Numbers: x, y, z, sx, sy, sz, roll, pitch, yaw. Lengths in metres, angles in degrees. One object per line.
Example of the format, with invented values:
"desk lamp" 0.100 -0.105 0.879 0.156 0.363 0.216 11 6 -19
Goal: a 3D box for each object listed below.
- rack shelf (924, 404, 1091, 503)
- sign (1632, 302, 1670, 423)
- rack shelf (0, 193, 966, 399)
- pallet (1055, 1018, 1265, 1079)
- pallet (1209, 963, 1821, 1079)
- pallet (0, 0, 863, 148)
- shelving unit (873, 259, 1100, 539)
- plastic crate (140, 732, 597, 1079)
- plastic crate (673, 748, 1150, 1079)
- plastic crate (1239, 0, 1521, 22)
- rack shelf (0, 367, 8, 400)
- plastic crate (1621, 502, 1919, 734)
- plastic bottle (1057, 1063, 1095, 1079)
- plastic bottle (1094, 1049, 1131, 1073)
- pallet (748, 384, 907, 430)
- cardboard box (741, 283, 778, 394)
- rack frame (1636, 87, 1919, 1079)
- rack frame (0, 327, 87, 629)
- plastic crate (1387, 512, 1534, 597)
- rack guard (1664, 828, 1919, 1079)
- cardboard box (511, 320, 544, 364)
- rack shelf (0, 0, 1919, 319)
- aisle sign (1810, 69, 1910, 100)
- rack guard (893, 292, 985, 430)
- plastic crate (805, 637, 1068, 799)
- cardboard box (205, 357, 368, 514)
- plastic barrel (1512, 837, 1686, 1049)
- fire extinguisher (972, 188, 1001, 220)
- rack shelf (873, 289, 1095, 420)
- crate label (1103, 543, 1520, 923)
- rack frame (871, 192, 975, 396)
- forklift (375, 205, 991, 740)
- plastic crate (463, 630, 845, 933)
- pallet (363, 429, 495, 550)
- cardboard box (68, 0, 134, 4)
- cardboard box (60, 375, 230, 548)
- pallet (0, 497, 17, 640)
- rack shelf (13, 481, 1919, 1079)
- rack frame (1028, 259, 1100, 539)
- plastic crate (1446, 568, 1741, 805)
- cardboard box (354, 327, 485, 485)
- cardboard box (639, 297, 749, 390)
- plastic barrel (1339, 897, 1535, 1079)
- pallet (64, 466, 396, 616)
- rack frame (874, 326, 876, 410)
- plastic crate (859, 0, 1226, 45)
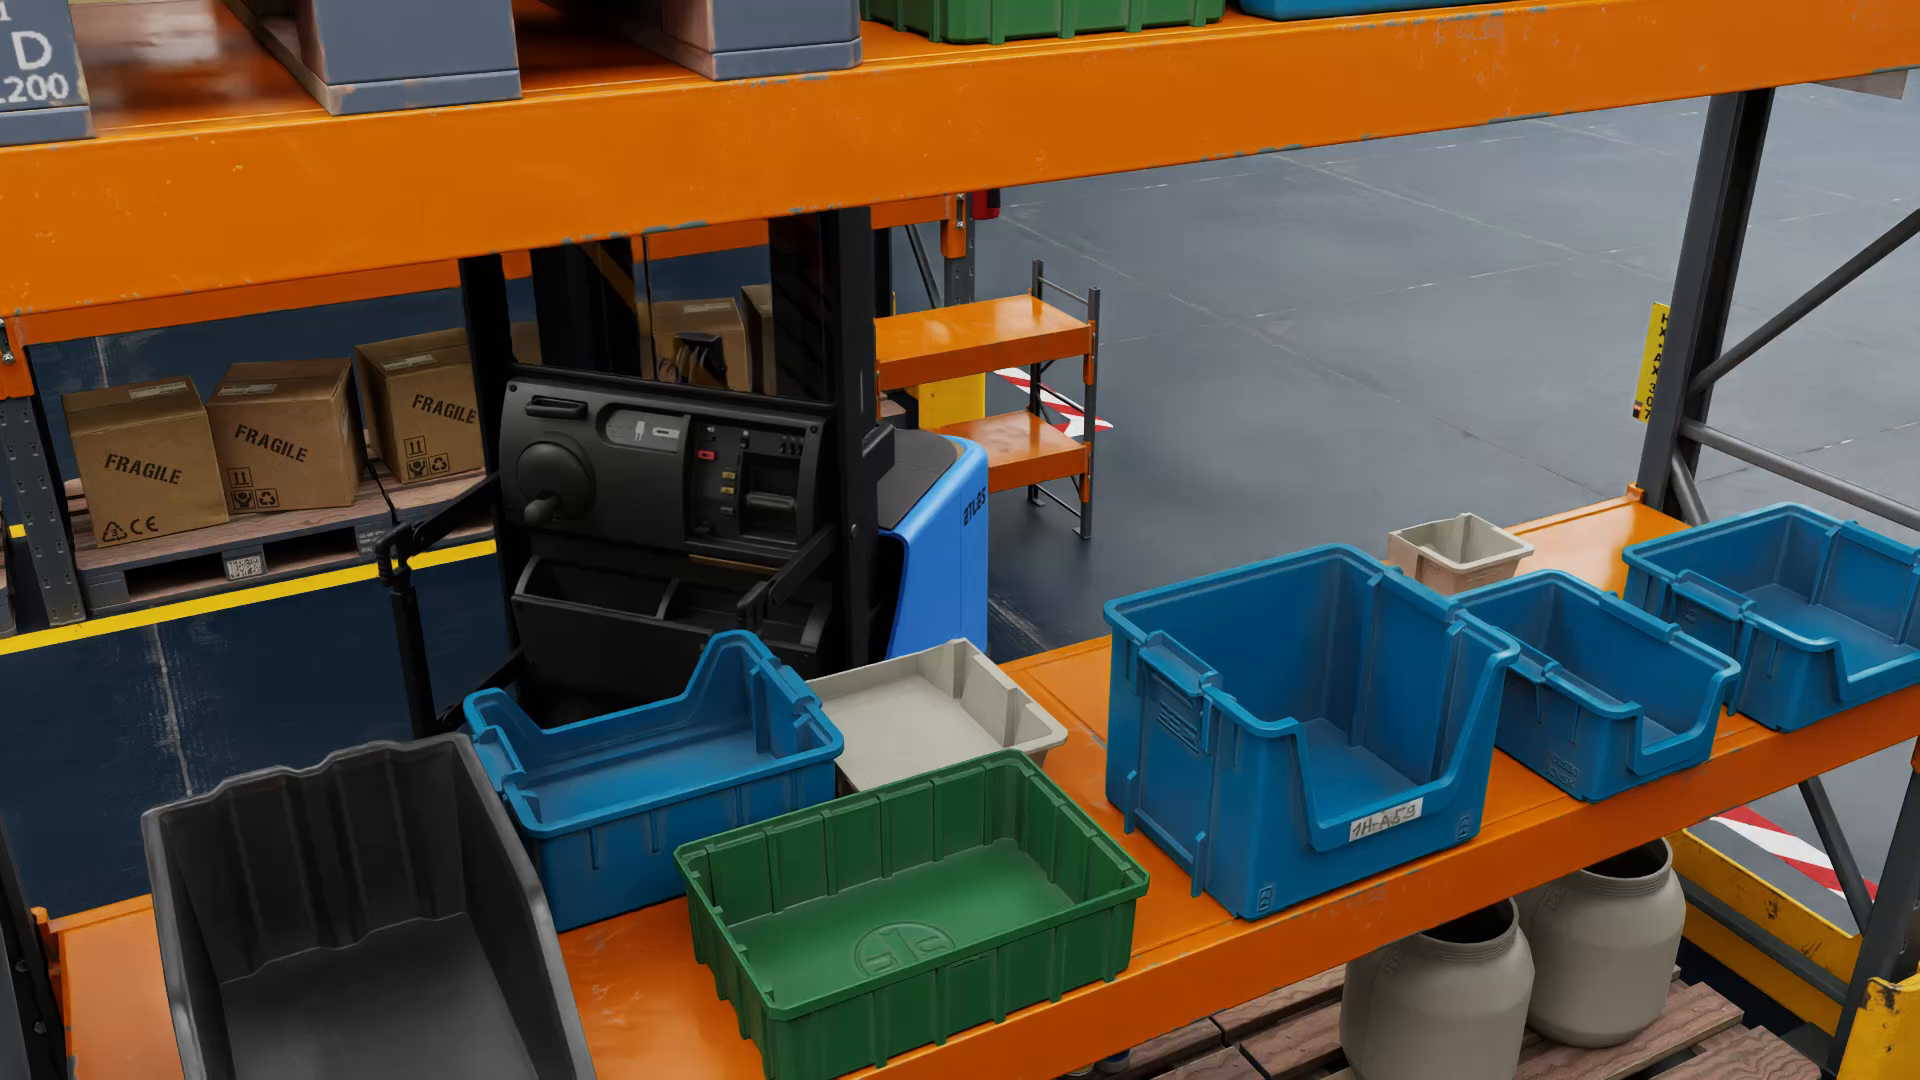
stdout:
"rack shelf" -0.006 -0.285 7.109 1.000 0.278 0.538 -13 29 -25
"sign" 1.861 -0.465 4.432 0.005 0.325 0.100 -13 29 -25
"rack shelf" -1.979 -1.289 7.300 4.000 0.370 1.077 -13 29 -25
"pallet" 0.277 1.572 3.732 1.213 0.211 1.003 -13 29 -25
"pallet" 1.352 1.325 4.246 1.213 0.211 1.003 -13 29 -25
"pallet" -0.823 -0.766 2.131 1.003 0.211 1.213 -13 29 -25
"shelving unit" -0.006 -0.506 7.004 1.048 1.125 0.538 -13 29 -25
"plastic crate" -0.892 0.656 2.490 0.504 0.338 0.767 -13 29 -25
"plastic crate" -0.083 0.613 2.753 0.662 0.188 0.450 -13 29 -25
"plastic crate" 0.575 -0.971 2.359 0.575 0.384 0.392 -13 29 -25
"rack shelf" -5.509 -0.474 5.603 4.000 0.370 1.077 -13 29 -25
"plastic crate" 1.815 0.154 3.635 0.616 0.251 0.499 -13 29 -25
"plastic bottle" 0.278 1.206 3.998 0.097 0.201 0.097 0 26 0
"plastic bottle" 0.370 1.153 4.027 0.097 0.271 0.097 0 26 0
"pallet" -1.015 -0.596 8.247 1.213 0.211 1.003 -13 29 -25
"cardboard box" -0.773 -0.962 8.191 0.500 0.500 0.500 -8 27 -16
"rack frame" 2.116 -0.129 4.053 0.127 3.000 1.000 -13 29 -25
"rack frame" -3.744 -1.206 6.296 0.127 3.000 1.000 -13 29 -25
"plastic crate" 1.175 0.049 3.986 0.250 0.136 0.298 -13 29 -25
"rack guard" 2.071 1.031 4.524 0.348 0.500 1.175 -13 29 -25
"cardboard box" -1.846 -0.707 7.660 0.500 0.500 0.500 -10 27 -20
"rack shelf" 0.351 -0.749 2.711 4.000 0.370 1.077 -13 29 -25
"aisle sign" 2.042 -1.427 3.754 0.004 0.787 0.394 -13 29 -25
"rack guard" -0.282 -0.878 8.501 0.348 0.500 1.175 -13 29 -25
"plastic crate" -0.100 0.377 3.303 0.437 0.136 0.530 -13 29 -25
"cardboard box" -2.870 -0.454 7.133 0.500 0.500 0.500 -4 26 -9
"plastic barrel" 1.571 0.967 4.160 0.421 0.512 0.421 0 26 0
"fire extinguisher" 0.103 -1.833 7.691 0.183 0.674 0.296 -13 29 -25
"rack shelf" -0.006 -0.770 6.877 1.000 0.278 0.538 -13 29 -25
"crate label" 0.619 0.333 3.049 0.616 0.435 0.502 -13 29 -25
"rack frame" -0.215 -2.020 7.993 0.127 3.000 1.000 -13 29 -25
"forklift" -0.862 -0.152 4.181 1.130 2.935 3.031 9 27 17
"plastic crate" -0.565 0.424 3.074 0.616 0.251 0.499 -13 29 -25
"pallet" -2.090 -0.349 7.733 1.213 0.211 1.003 -13 29 -25
"cardboard box" -3.227 -1.830 5.982 0.500 0.500 0.500 -13 29 -25
"cardboard box" -3.372 -0.334 6.884 0.500 0.500 0.500 -14 29 -27
"pallet" -4.430 0.210 6.568 1.213 0.211 1.003 -13 29 -25
"rack shelf" 0.351 0.603 3.360 4.000 0.370 1.077 -13 29 -25
"rack frame" 0.443 -0.609 7.219 0.032 1.125 0.500 -13 29 -25
"plastic crate" 1.240 0.284 3.364 0.408 0.251 0.499 -13 29 -25
"cardboard box" -2.360 -0.610 7.459 0.500 0.500 0.500 -16 30 -30
"cardboard box" -1.285 -0.827 7.910 0.500 0.500 0.500 -6 26 -12
"plastic barrel" 1.129 1.069 3.948 0.421 0.512 0.421 0 26 0
"pallet" -3.168 -0.099 7.212 1.213 0.211 1.003 -13 29 -25
"rack frame" -0.455 -0.402 6.788 0.032 1.125 0.500 -13 29 -25
"plastic crate" 0.107 -0.788 2.205 0.450 0.188 0.336 -13 29 -25
